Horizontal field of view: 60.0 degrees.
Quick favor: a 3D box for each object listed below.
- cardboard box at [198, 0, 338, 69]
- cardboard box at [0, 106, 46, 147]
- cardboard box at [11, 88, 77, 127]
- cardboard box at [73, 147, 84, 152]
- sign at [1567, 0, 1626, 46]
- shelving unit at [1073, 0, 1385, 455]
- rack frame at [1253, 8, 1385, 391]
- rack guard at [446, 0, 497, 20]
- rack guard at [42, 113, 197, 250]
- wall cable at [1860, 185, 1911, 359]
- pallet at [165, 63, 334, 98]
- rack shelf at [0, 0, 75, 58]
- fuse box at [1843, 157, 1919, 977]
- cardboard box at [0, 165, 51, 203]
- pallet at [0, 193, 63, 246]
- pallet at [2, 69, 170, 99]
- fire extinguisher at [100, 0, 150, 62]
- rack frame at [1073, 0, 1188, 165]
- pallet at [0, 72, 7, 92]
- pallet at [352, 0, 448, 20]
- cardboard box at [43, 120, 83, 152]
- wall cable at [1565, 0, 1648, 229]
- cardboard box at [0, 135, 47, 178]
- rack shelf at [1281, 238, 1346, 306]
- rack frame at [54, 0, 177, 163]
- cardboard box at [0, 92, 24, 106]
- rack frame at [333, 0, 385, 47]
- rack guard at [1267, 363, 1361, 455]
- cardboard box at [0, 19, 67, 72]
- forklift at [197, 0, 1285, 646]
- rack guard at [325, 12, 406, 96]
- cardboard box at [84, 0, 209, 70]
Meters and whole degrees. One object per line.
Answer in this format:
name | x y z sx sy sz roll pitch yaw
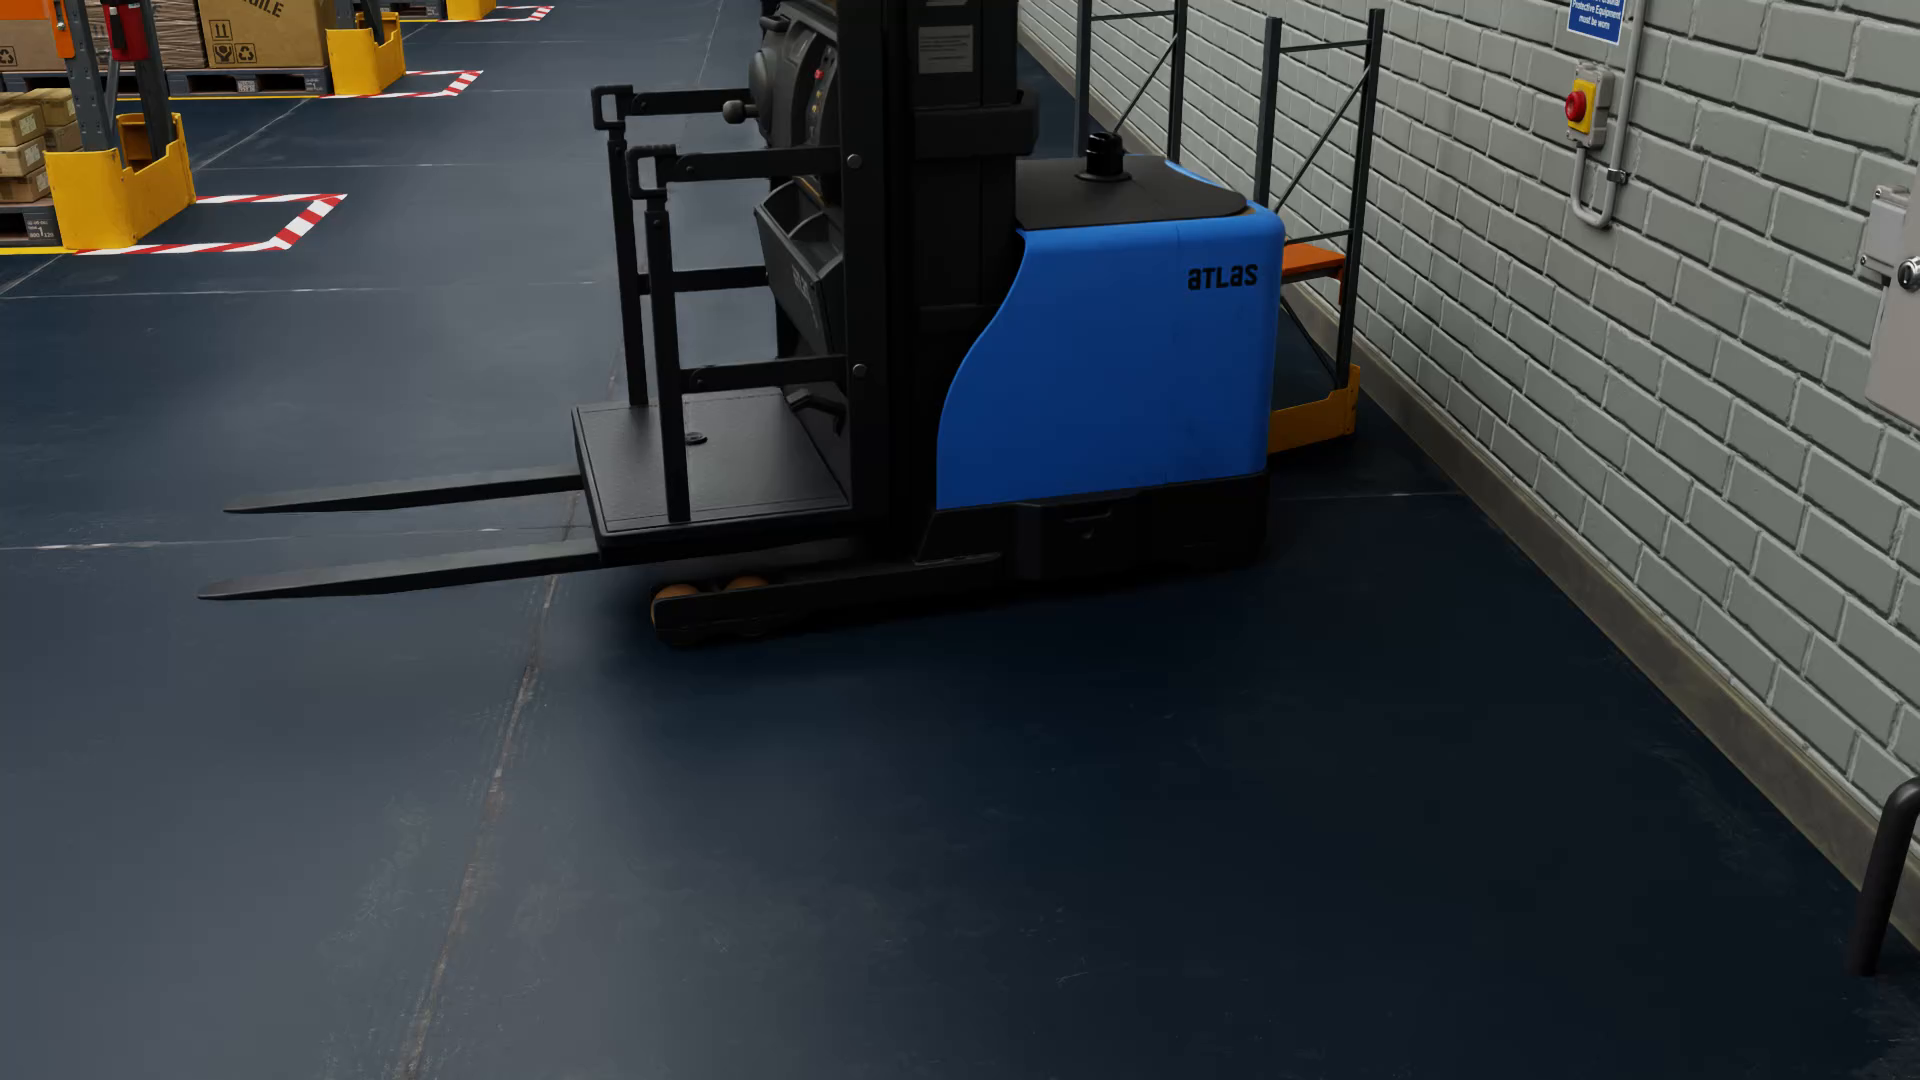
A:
cardboard box | -5.501 -4.293 13.314 0.875 0.875 0.875 -2 24 -5
cardboard box | -4.987 -2.158 8.673 0.250 0.149 0.380 -2 24 -5
cardboard box | -5.040 -2.398 9.213 0.250 0.149 0.380 -3 24 -8
cardboard box | -5.038 -2.118 9.316 0.250 0.149 0.380 -2 24 -4
sign | 1.767 -1.504 4.608 0.001 0.218 0.327 -2 24 -5
shelving unit | 0.929 -1.204 6.113 0.587 1.500 1.083 -14 28 -29
rack frame | 1.196 -1.033 5.728 0.500 1.500 0.032 -14 28 -29
rack guard | -5.336 -5.995 18.123 0.348 0.500 1.175 -2 24 -5
rack guard | -4.561 -1.975 9.079 0.348 0.500 1.175 -2 24 -5
wall cable | 1.862 -1.250 3.118 0.122 1.984 0.588 -2 24 -5
pallet | -5.660 -3.792 13.521 1.213 0.211 1.003 -2 24 -5
rack shelf | -6.475 -2.712 8.544 4.000 0.370 1.077 -2 24 -5
fuse box | 1.772 0.085 2.952 0.414 1.711 0.539 -2 24 -5
cardboard box | -4.988 -1.905 8.835 0.250 0.149 0.380 -2 24 -4
pallet | -5.373 -1.825 9.097 1.213 0.211 1.003 -2 24 -5
pallet | -6.871 -3.744 13.414 1.213 0.211 1.003 -2 24 -5
fire extinguisher | -4.189 -2.738 8.272 0.183 0.674 0.296 -2 24 -5
rack frame | 0.652 -1.382 6.512 0.500 1.500 0.032 -14 28 -29
pallet | -8.088 -3.694 13.302 1.213 0.211 1.003 -2 24 -5
pallet | -6.183 -5.840 18.129 1.213 0.211 1.003 -2 24 -5
cardboard box | -5.032 -2.229 9.198 0.250 0.149 0.380 -1 24 -3
wall cable | 1.711 -1.837 4.401 0.123 1.953 0.585 -2 24 -5
cardboard box | -4.982 -2.009 8.704 0.250 0.149 0.380 -3 24 -7
rack shelf | 0.924 -1.043 6.193 0.538 0.185 1.000 -14 28 -29
rack frame | -4.485 -3.121 8.578 0.127 3.000 1.000 -2 24 -5
cardboard box | -5.302 -2.339 9.079 0.250 0.149 0.380 -2 24 -4
rack frame | -4.872 -5.130 13.098 0.127 3.000 1.000 -2 24 -5
rack guard | 1.196 -0.462 5.983 0.587 0.250 0.087 -14 28 -29
cardboard box | -7.292 -4.221 13.152 0.875 0.875 0.875 -2 24 -5
forklift | -0.641 -1.287 4.536 3.031 2.935 1.130 -7 25 -15
rack guard | -4.848 -3.988 13.607 0.348 0.500 1.175 -2 24 -5
cardboard box | -6.407 -4.256 13.232 0.875 0.875 0.875 -2 24 -5
